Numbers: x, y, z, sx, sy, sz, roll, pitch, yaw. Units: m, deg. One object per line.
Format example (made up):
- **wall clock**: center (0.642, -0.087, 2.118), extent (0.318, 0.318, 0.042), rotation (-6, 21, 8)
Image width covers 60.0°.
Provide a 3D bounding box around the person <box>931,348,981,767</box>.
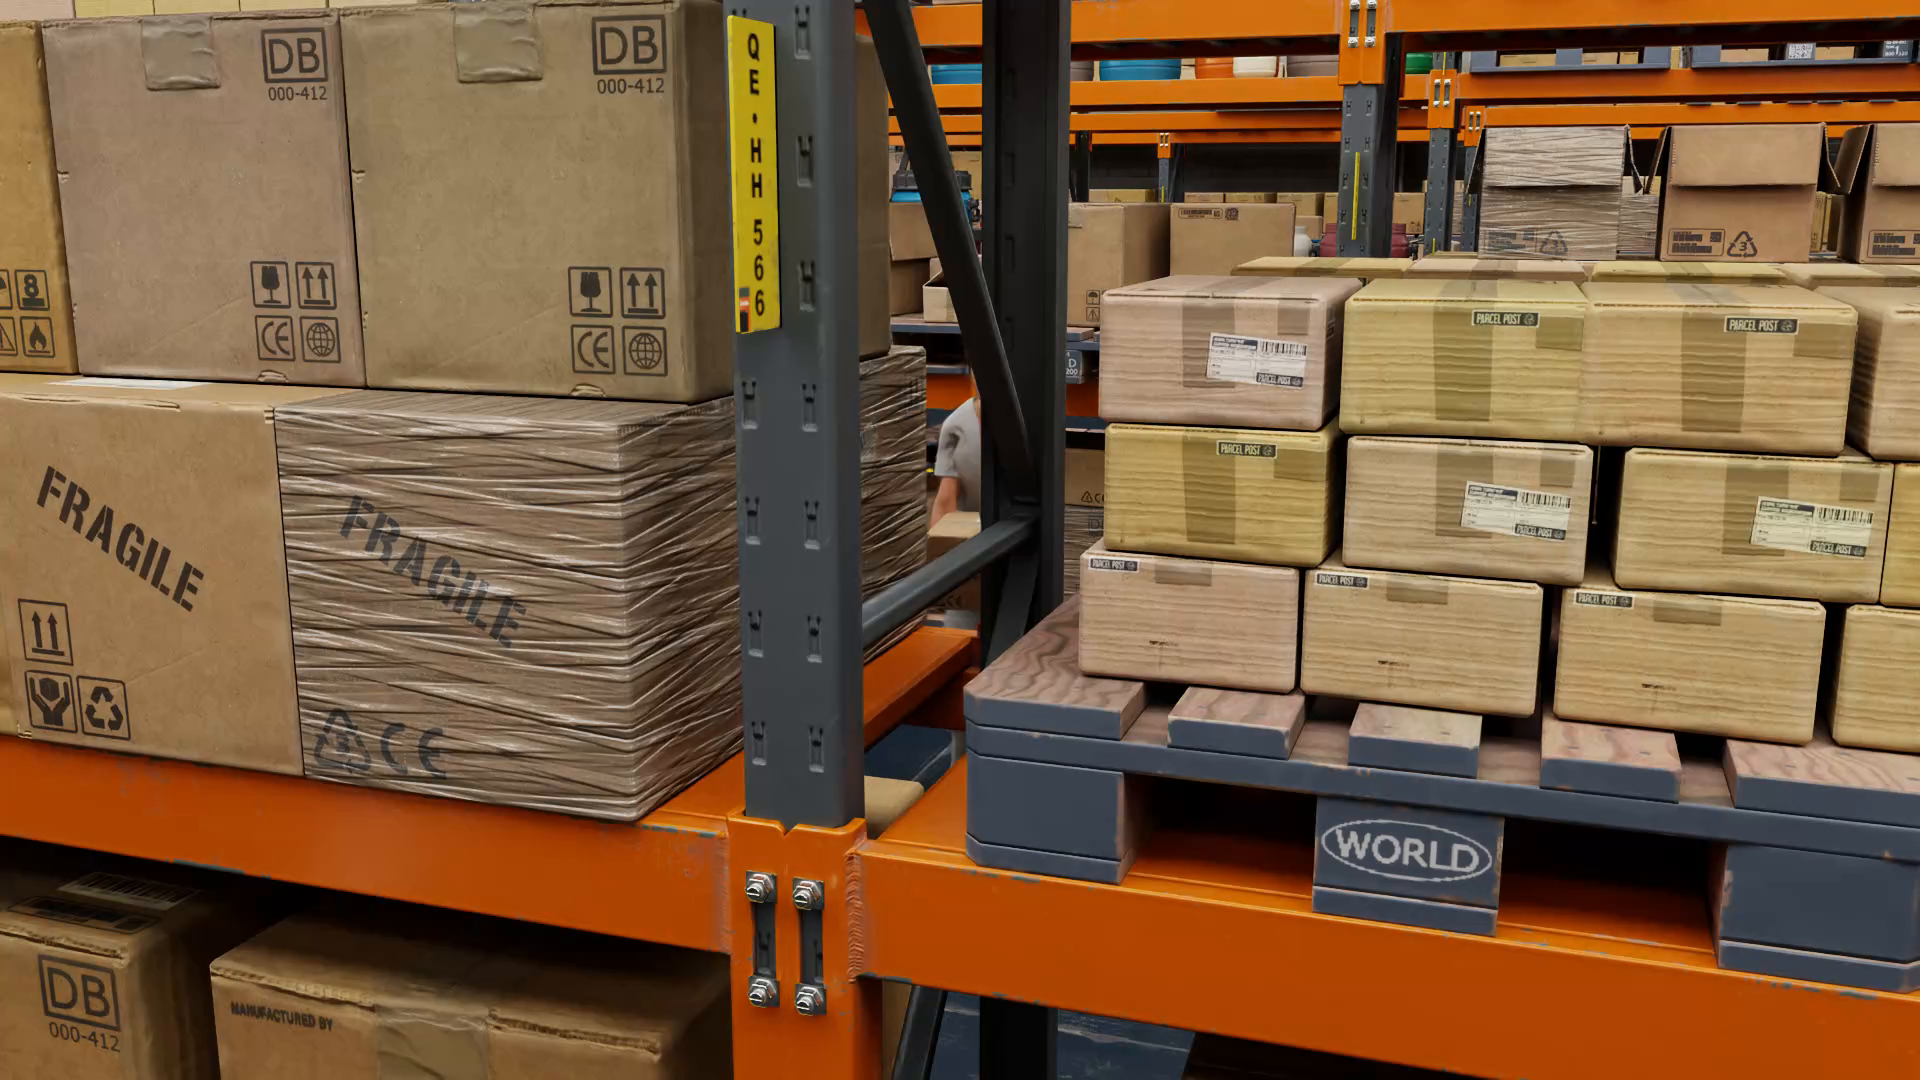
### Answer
- **person**: center (0.121, 0.121, 5.535), extent (0.410, 1.622, 0.528), rotation (4, 13, 18)
